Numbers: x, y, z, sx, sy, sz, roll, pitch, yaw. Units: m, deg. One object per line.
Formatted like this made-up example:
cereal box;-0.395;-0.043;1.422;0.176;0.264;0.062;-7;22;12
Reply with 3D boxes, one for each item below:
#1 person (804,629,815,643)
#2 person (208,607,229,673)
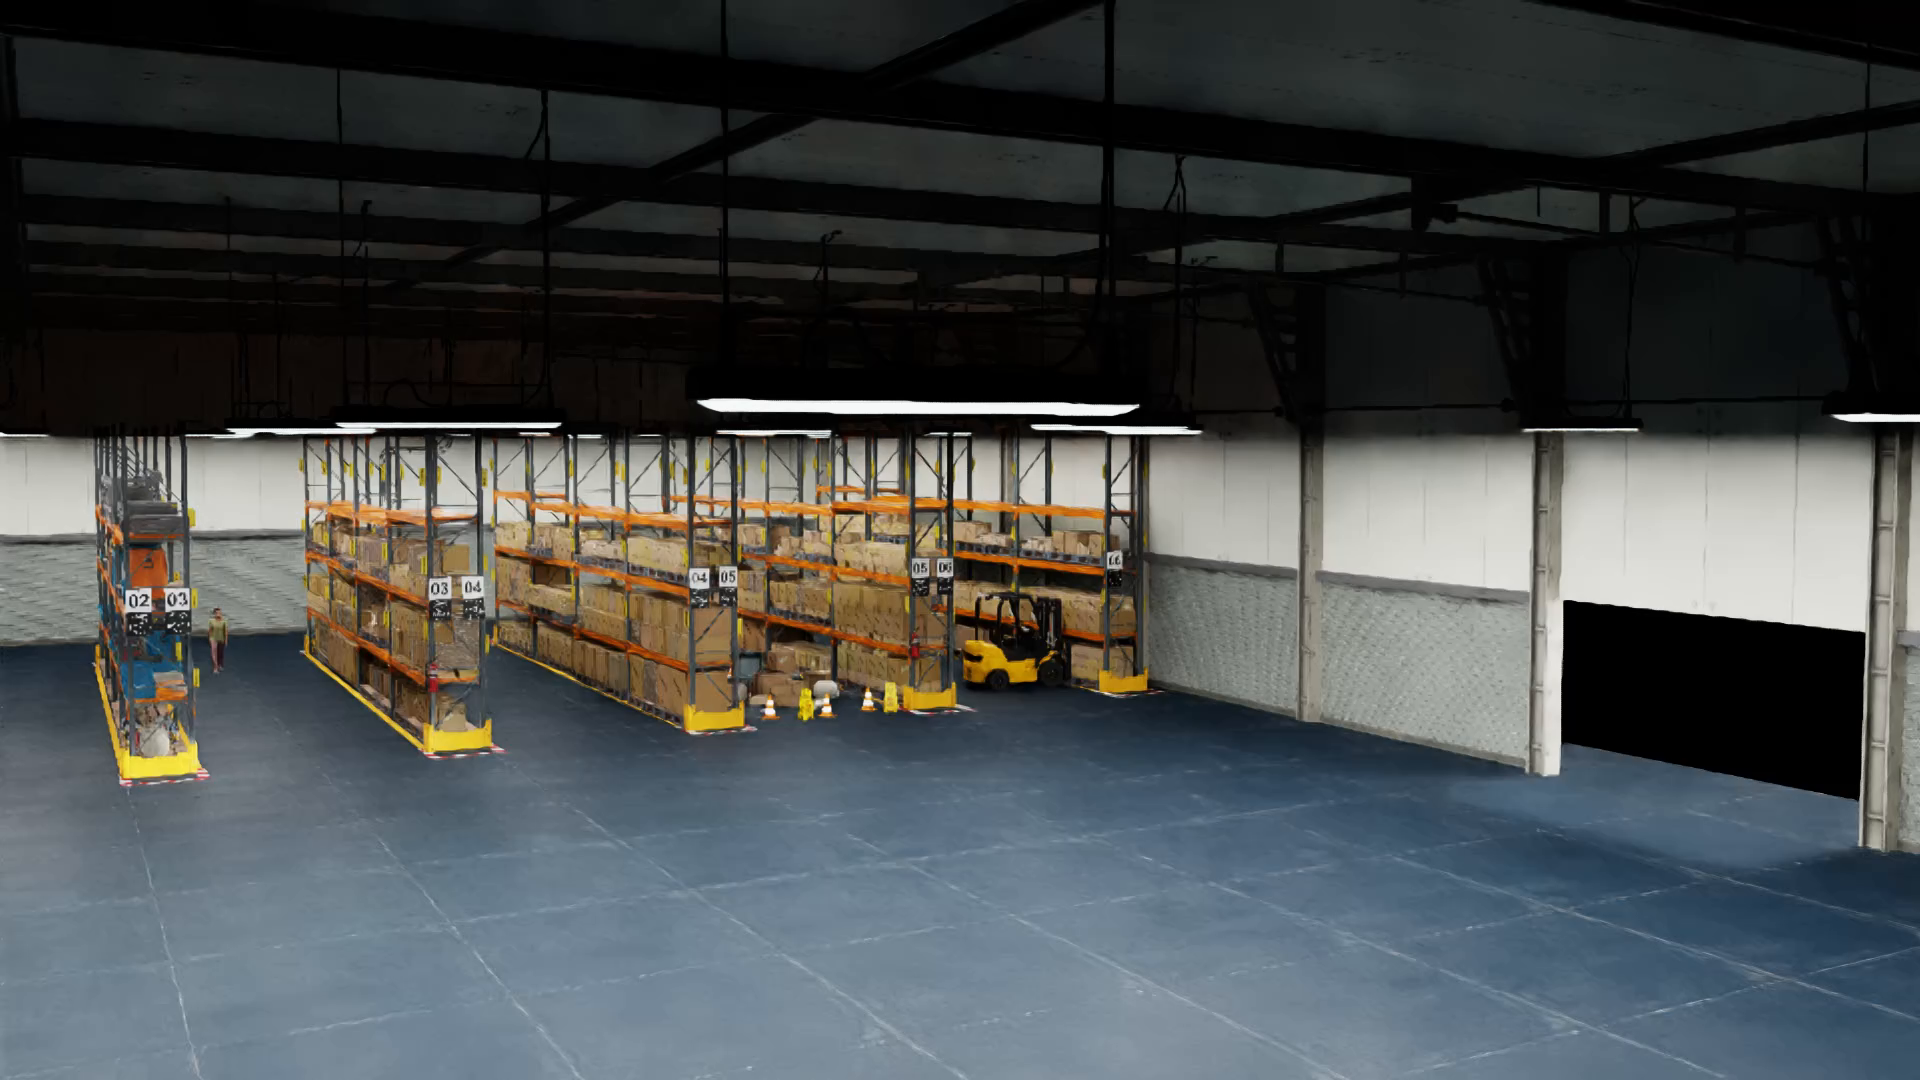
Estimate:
person;-4.334;2.027;46.091;0.630;1.773;0.678;0;3;1
person;-18.187;2.435;40.817;0.447;1.589;1.095;-2;4;-31
